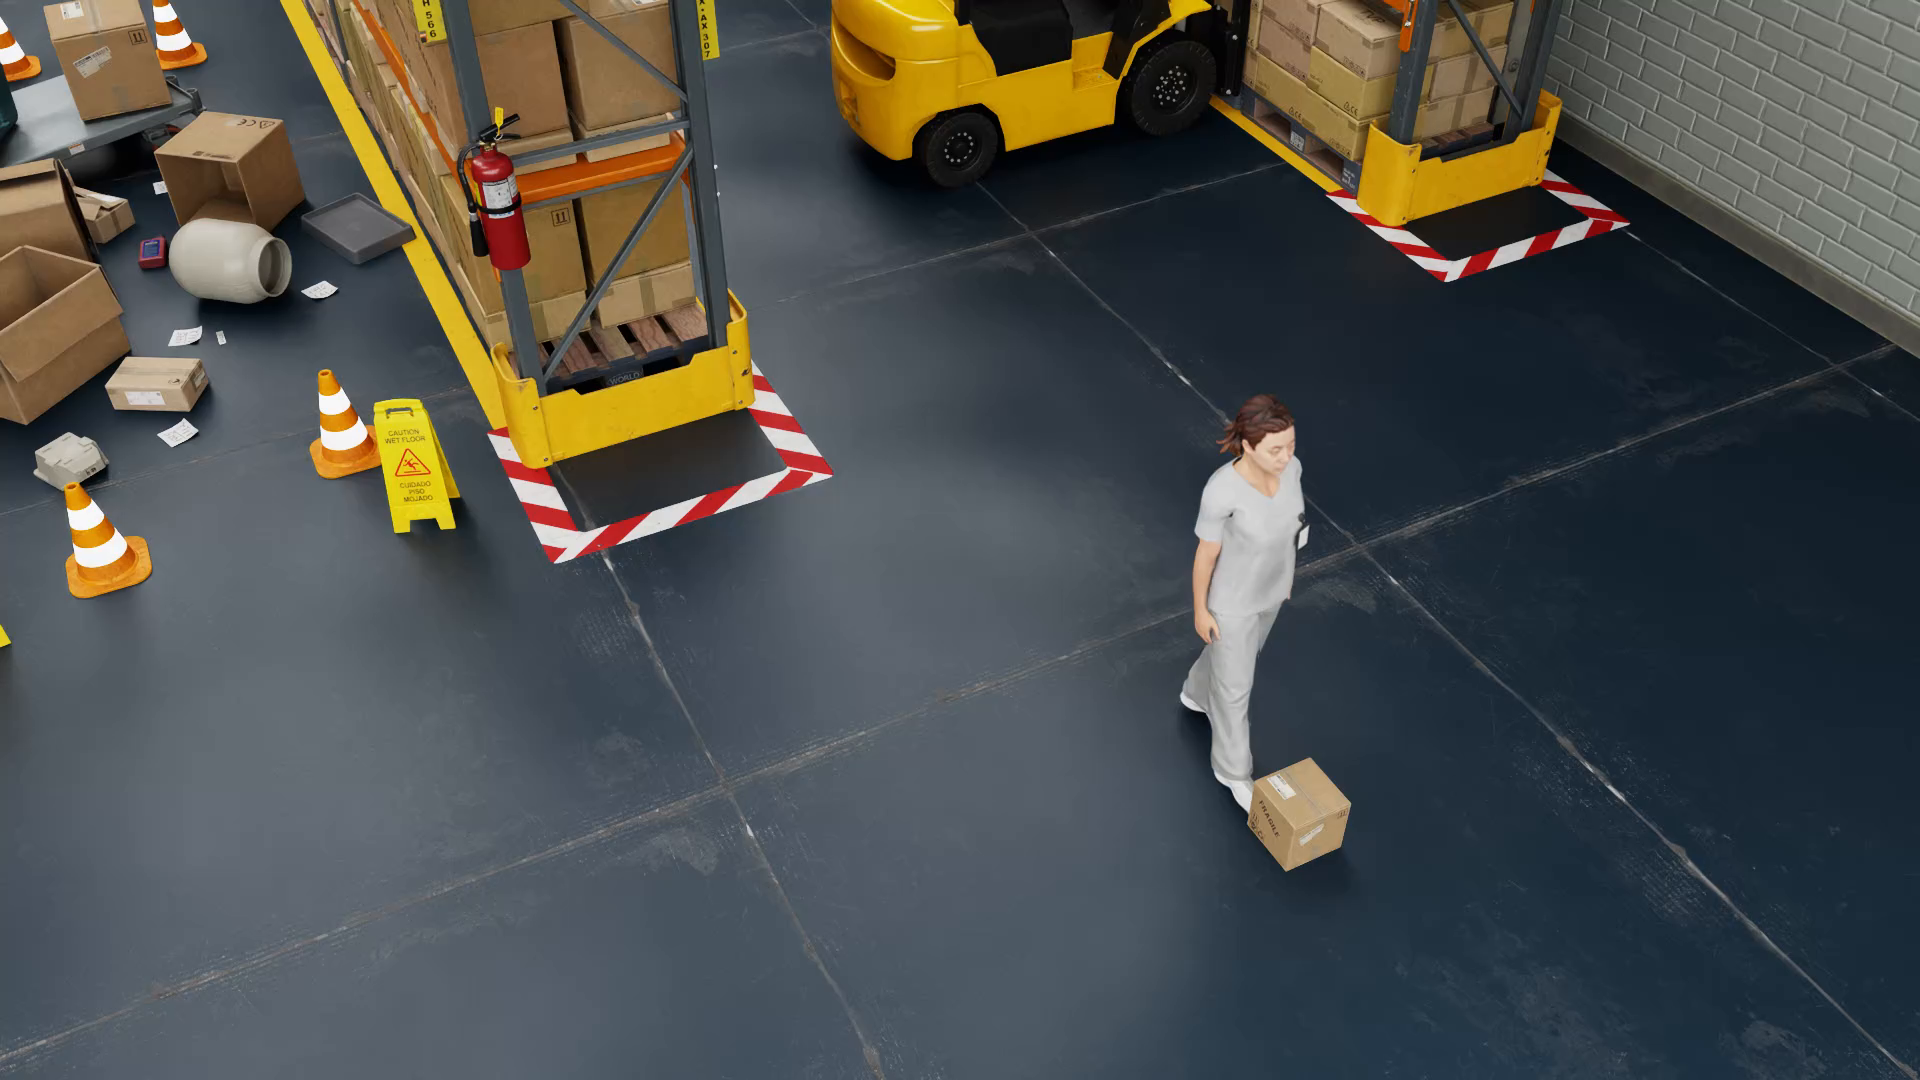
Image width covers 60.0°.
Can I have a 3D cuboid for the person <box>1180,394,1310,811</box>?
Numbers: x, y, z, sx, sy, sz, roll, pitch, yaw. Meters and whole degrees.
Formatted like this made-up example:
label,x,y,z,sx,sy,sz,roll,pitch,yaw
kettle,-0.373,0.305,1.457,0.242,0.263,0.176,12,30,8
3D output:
label,x,y,z,sx,sy,sz,roll,pitch,yaw
person,1.041,0.210,5.911,0.451,1.670,0.655,-24,47,-25
